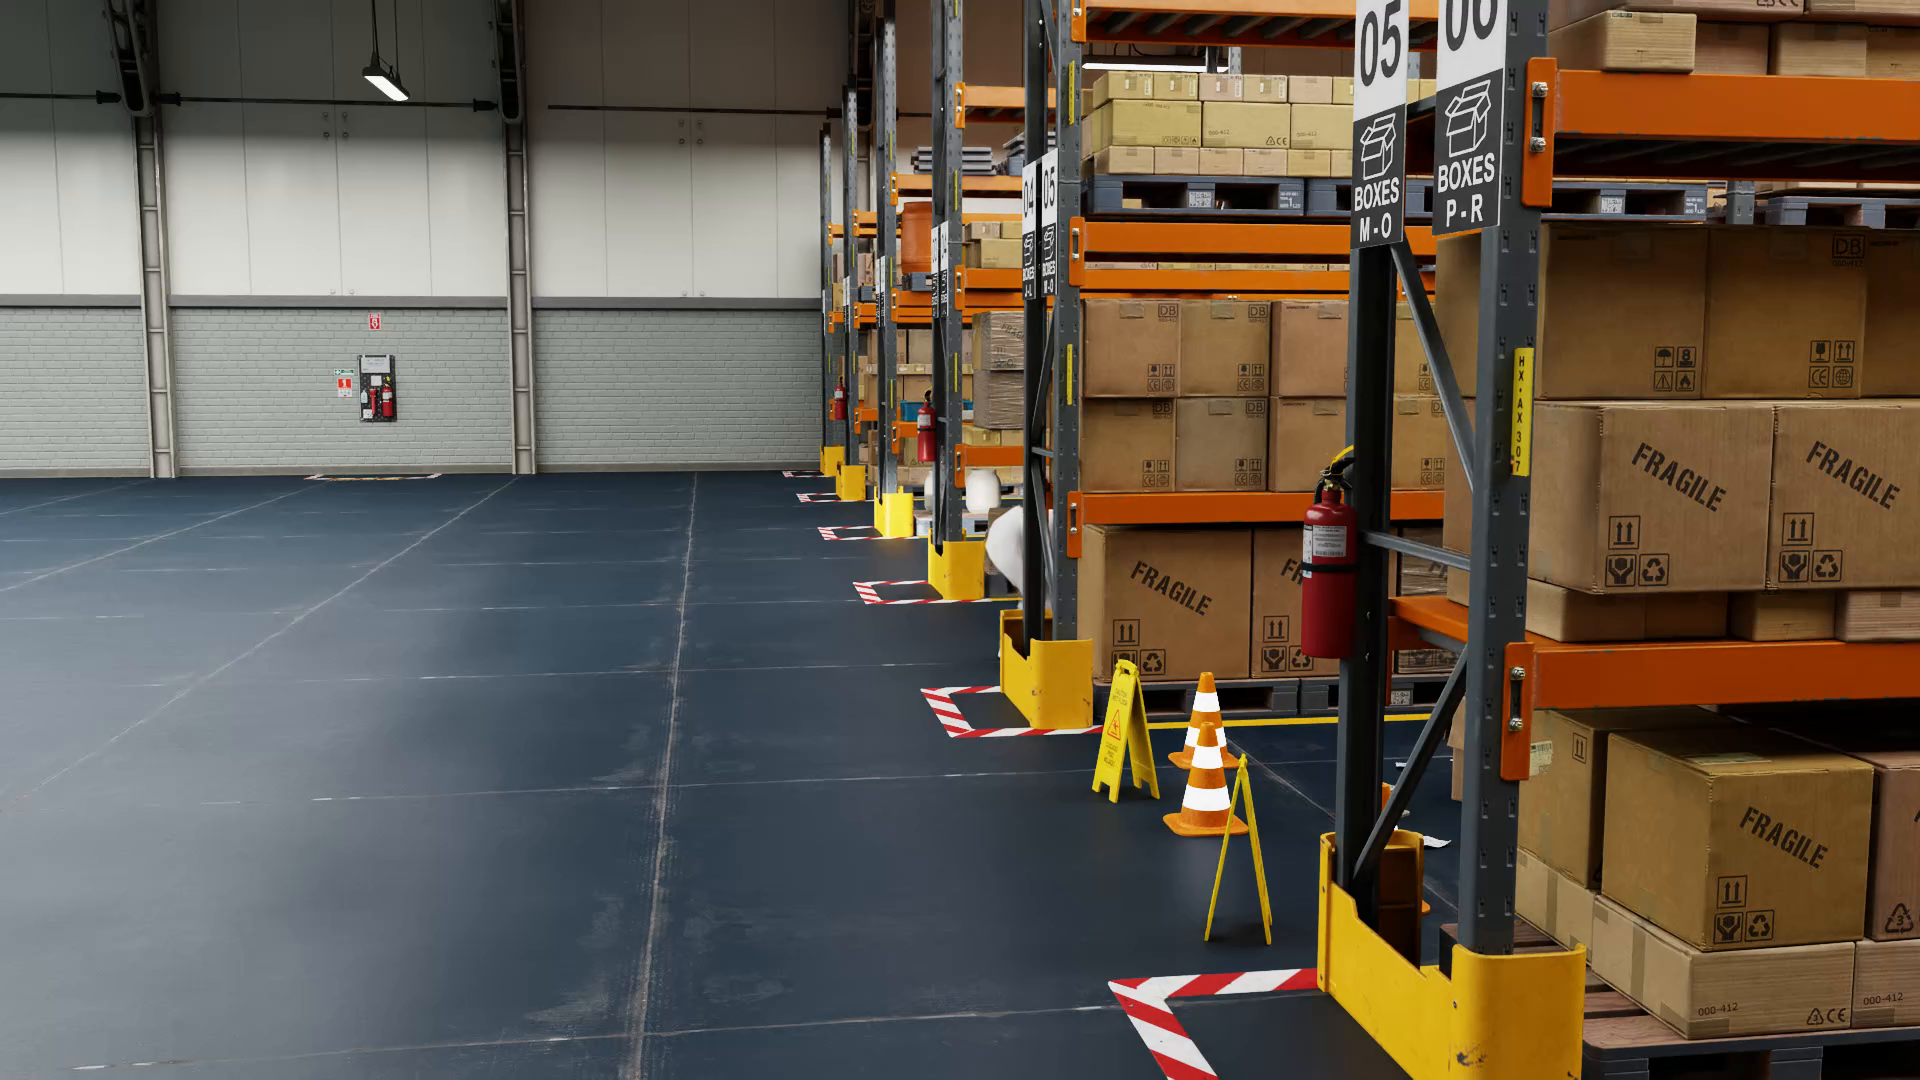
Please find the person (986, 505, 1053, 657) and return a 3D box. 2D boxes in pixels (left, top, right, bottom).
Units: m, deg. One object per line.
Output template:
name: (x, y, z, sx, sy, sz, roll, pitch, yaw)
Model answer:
person: (0.643, 0.278, 11.339, 0.940, 1.100, 0.586, -1, 6, -12)
